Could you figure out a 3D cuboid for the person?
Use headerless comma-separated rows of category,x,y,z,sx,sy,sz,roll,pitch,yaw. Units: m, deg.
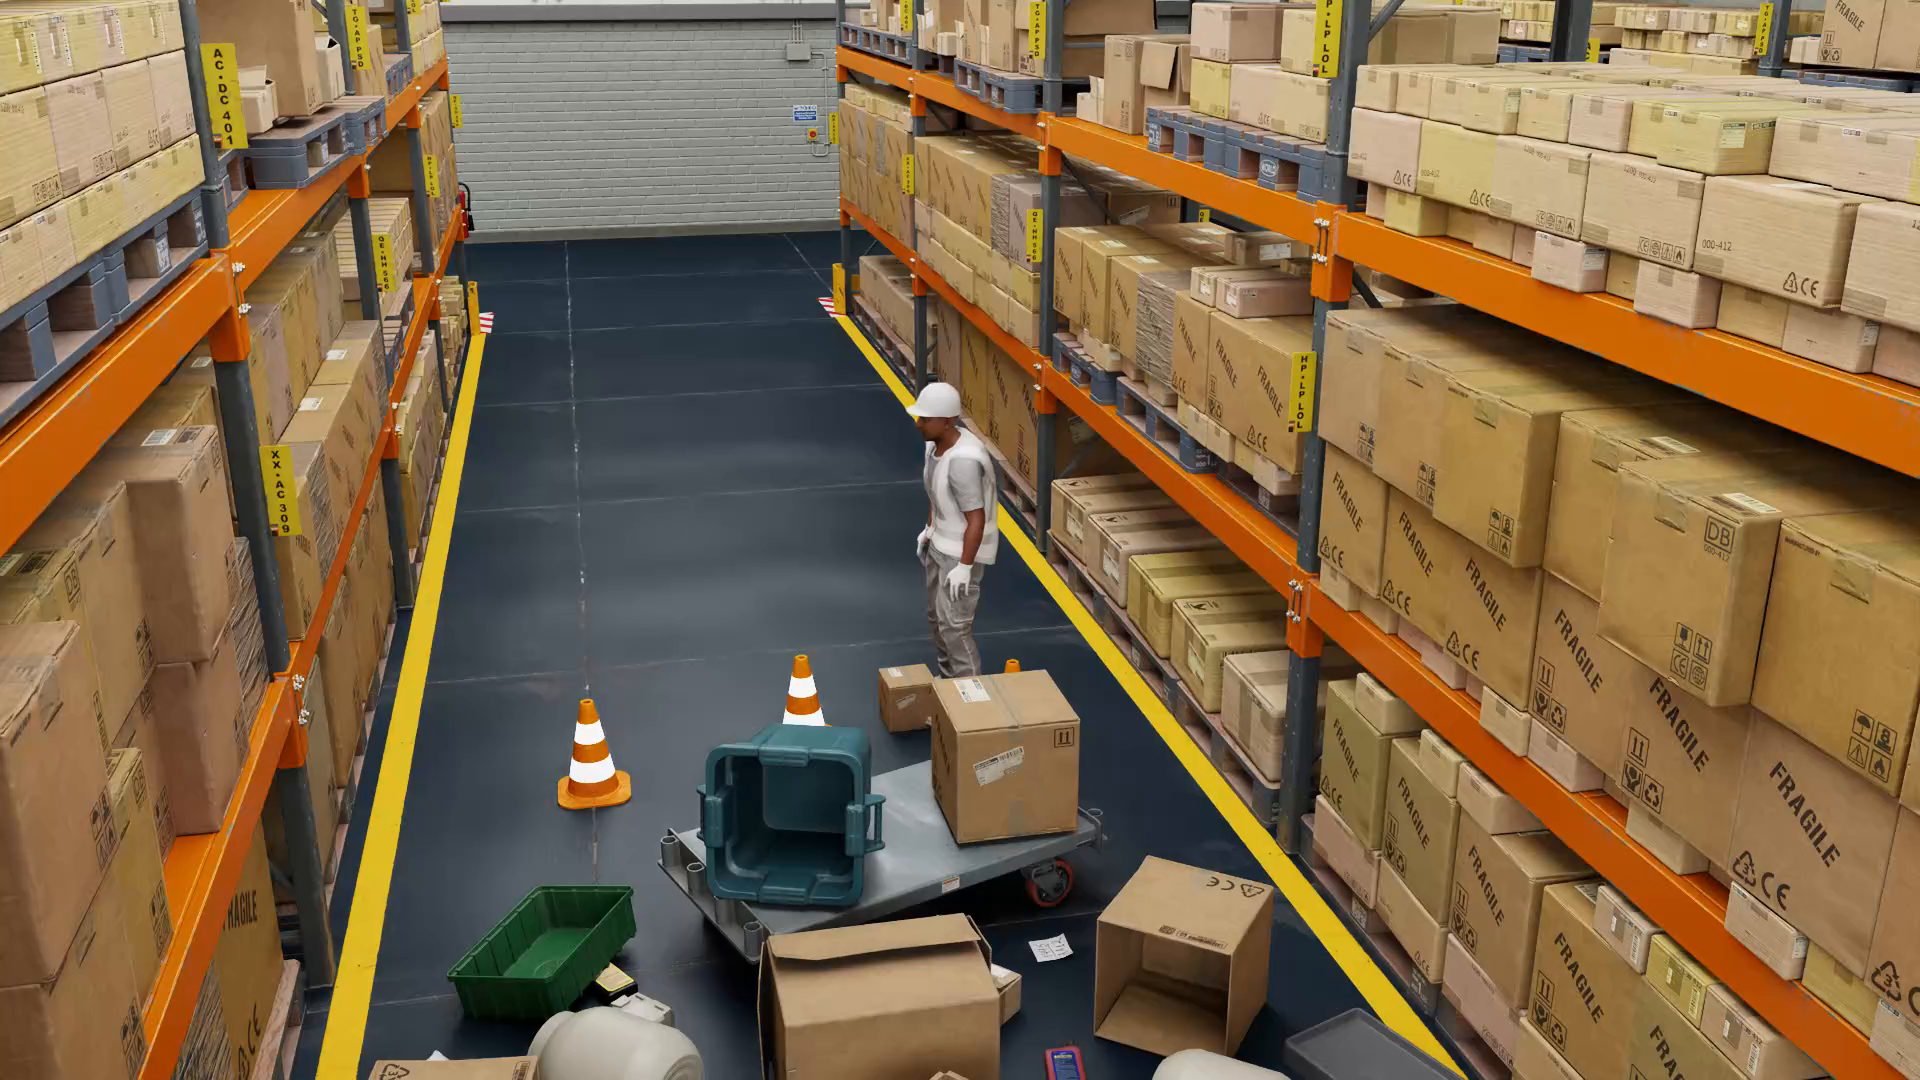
person,-0.049,0.066,8.364,0.447,1.775,0.633,-6,20,-16
